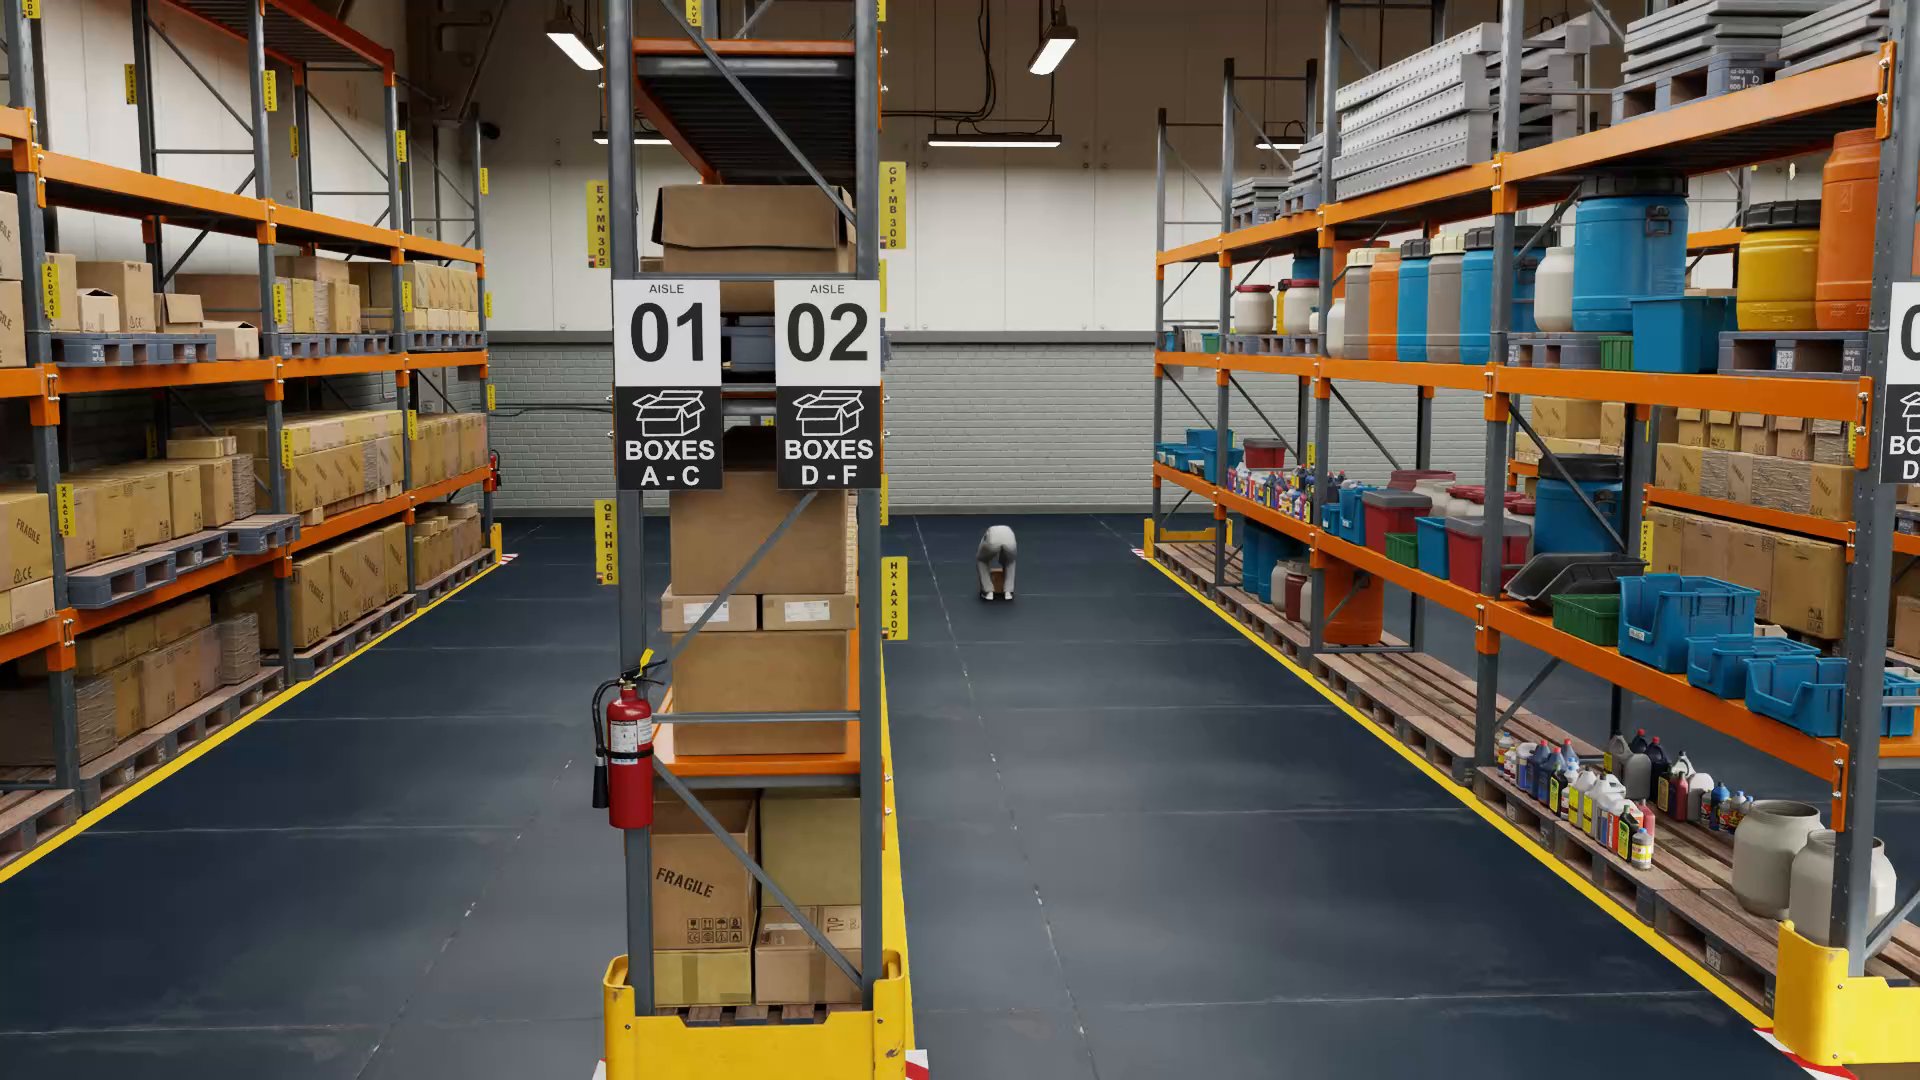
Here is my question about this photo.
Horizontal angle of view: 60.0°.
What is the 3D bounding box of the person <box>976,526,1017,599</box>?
[{"bbox_3d":[0.419,0.241,19.253,0.478,0.844,0.854,-1,7,-6],"label":"person"}]
